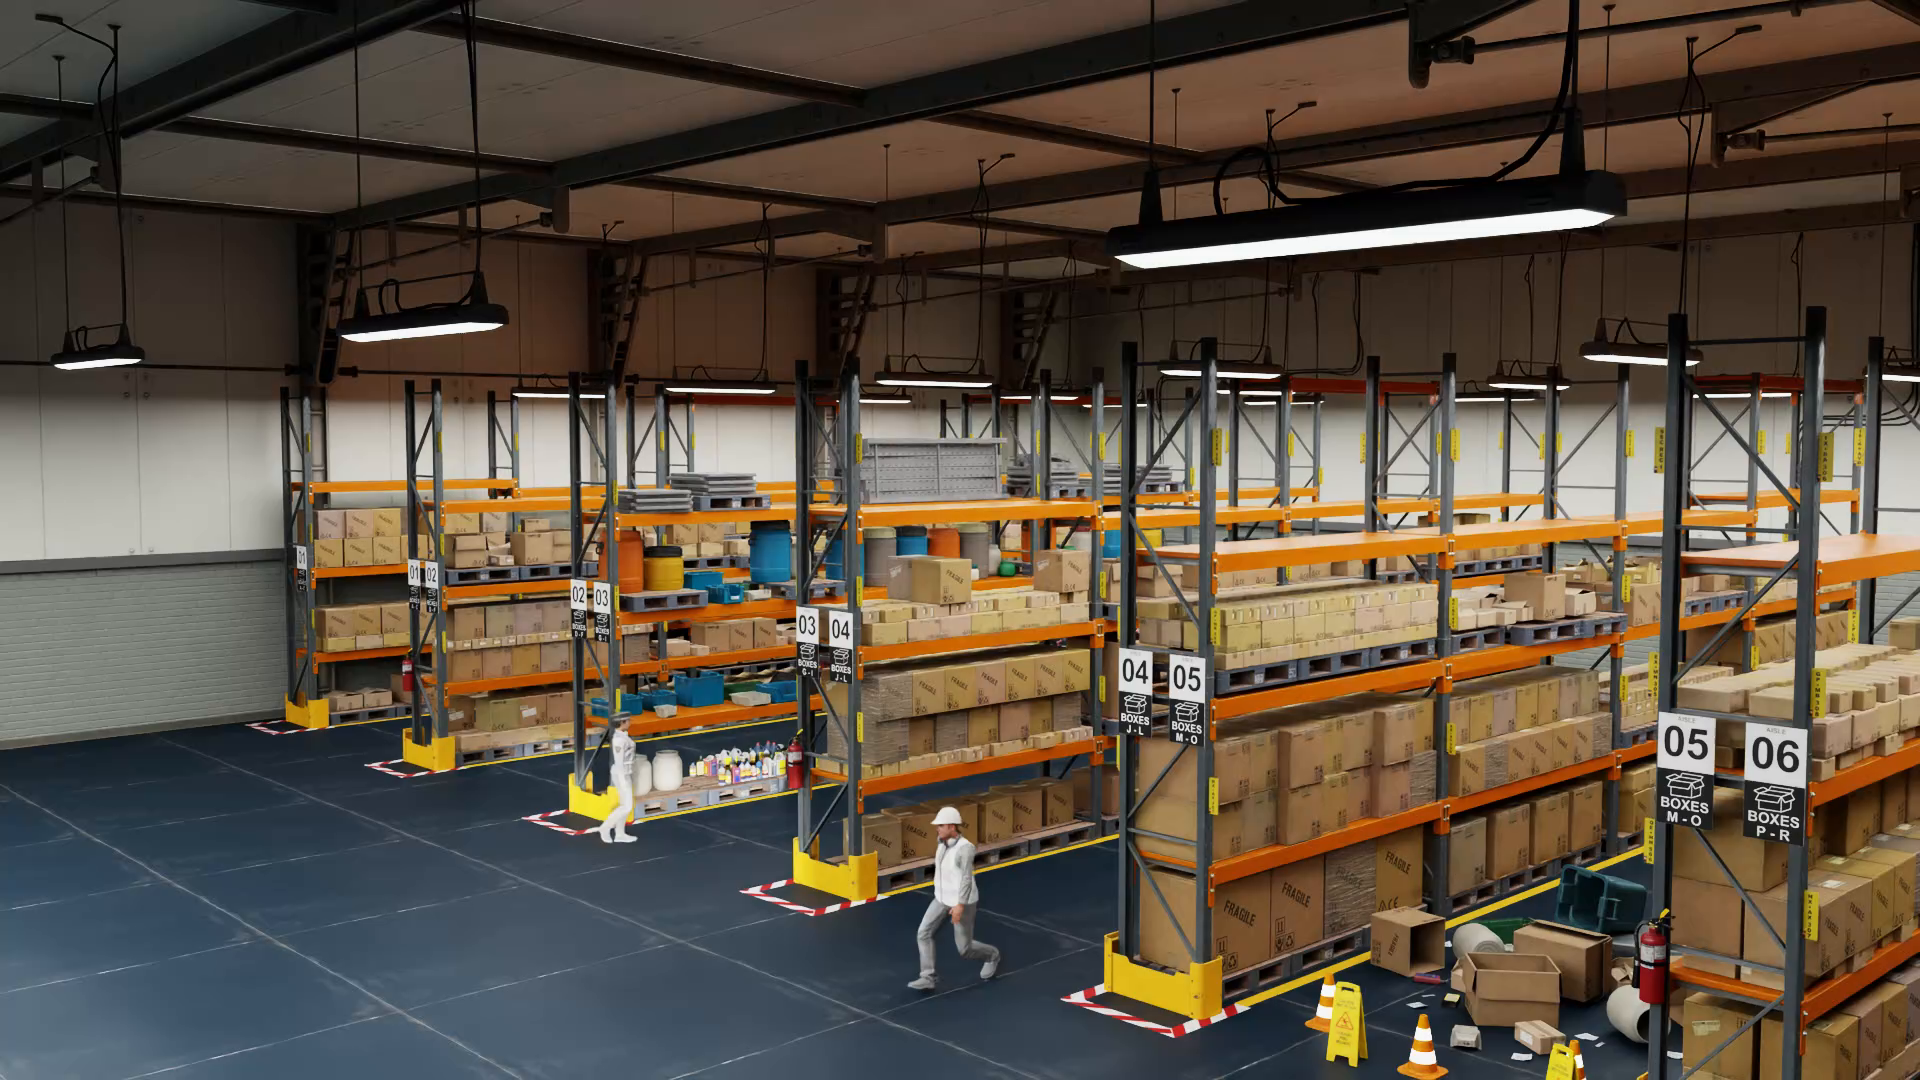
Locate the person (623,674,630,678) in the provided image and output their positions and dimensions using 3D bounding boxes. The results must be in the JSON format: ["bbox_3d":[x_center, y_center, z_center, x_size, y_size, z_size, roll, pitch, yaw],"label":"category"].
[{"bbox_3d":[-6.657,2.326,32.063,0.514,1.607,0.431,-2,4,-31],"label":"person"}]

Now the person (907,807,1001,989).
[{"bbox_3d":[-0.071,3.339,15.587,1.018,1.663,0.530,-3,5,-39],"label":"person"}]

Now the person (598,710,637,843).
[{"bbox_3d":[-4.325,2.995,21.012,0.461,1.667,0.585,0,4,-4],"label":"person"}]
